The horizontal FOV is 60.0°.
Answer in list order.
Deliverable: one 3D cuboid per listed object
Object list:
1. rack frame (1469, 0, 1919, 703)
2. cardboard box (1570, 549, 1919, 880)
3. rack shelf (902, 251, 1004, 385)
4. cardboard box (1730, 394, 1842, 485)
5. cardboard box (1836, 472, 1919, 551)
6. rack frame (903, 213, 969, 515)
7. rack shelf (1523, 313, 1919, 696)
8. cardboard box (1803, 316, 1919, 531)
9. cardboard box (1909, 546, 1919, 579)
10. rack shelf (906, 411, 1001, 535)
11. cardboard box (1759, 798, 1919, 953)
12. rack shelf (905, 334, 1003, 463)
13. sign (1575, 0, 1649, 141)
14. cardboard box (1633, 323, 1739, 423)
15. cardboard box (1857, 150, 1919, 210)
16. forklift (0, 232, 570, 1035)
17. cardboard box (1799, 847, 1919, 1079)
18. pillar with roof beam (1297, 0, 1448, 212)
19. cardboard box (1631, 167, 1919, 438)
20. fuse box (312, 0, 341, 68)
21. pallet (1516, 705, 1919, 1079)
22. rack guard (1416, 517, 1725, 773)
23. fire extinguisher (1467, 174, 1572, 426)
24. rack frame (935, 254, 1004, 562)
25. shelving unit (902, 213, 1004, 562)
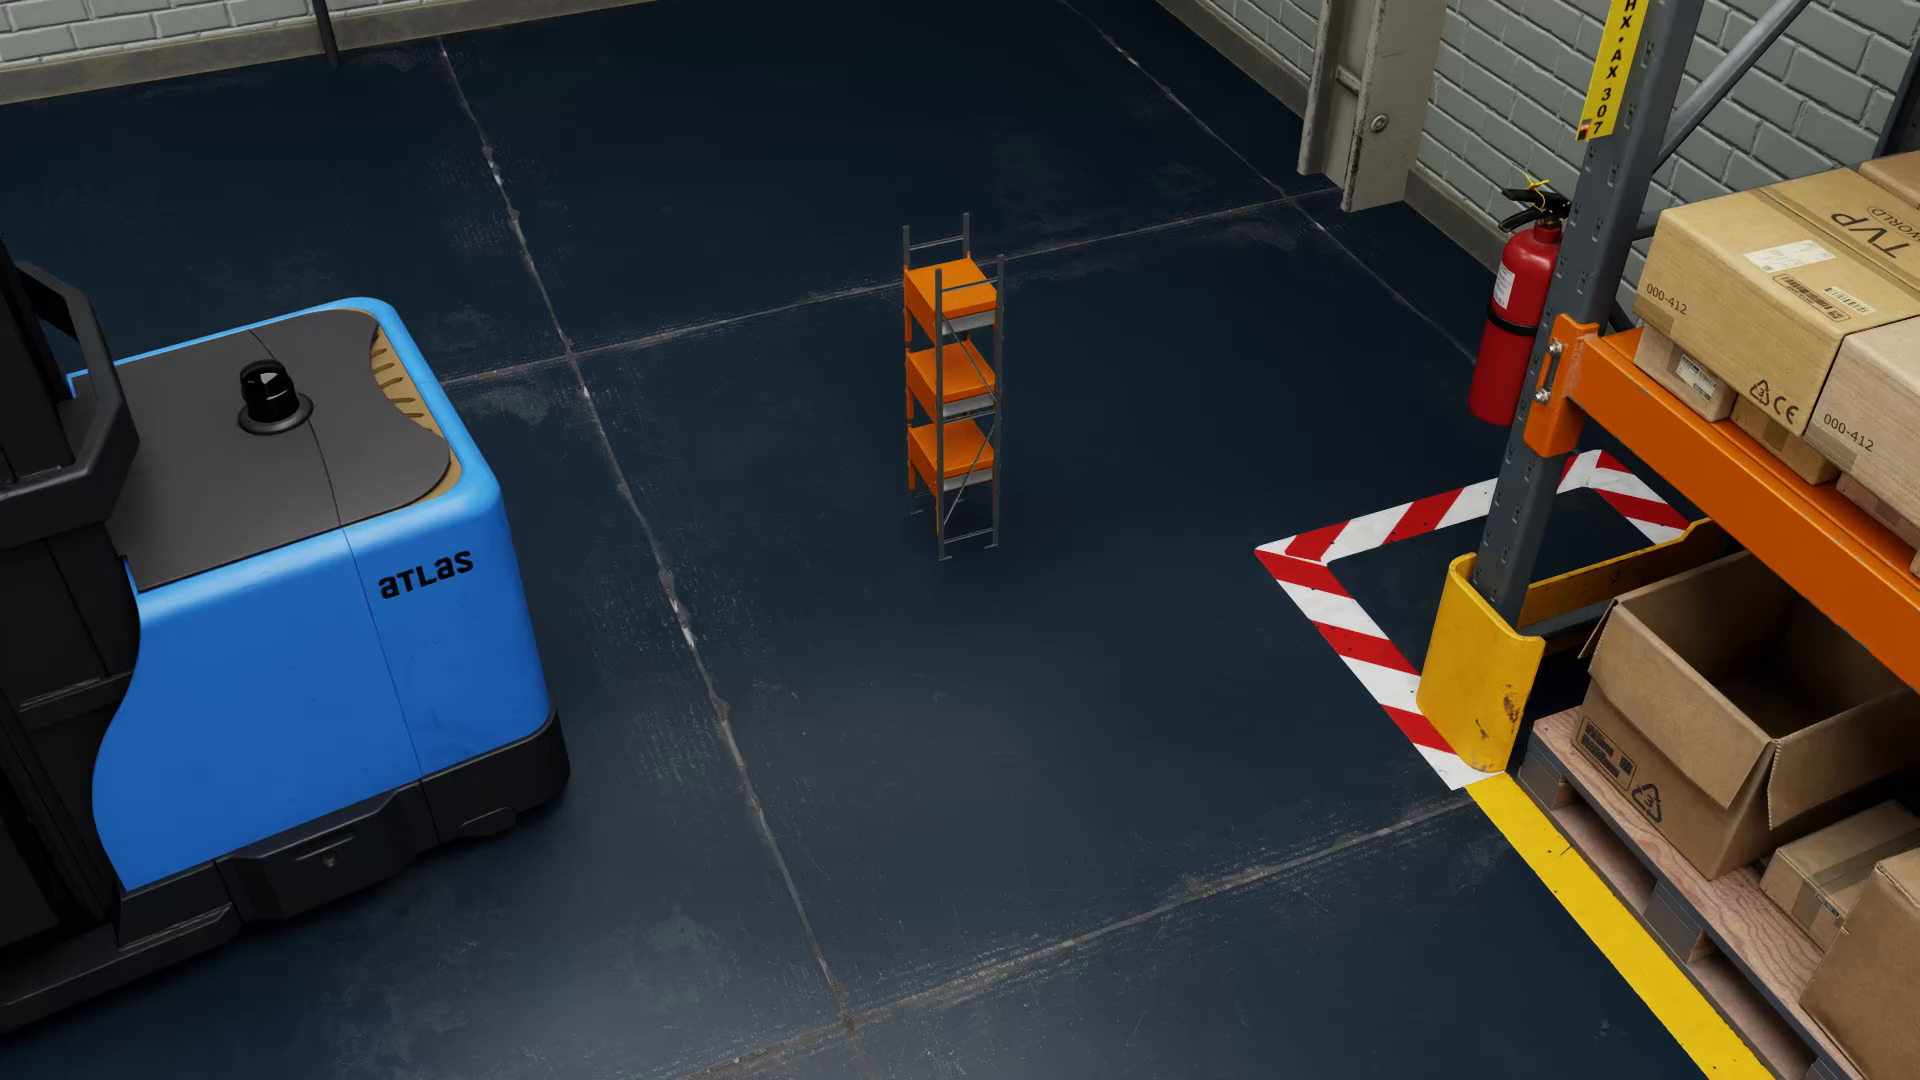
[{"bbox_3d":[1.849,-0.786,3.863,1.000,3.000,0.127,-15,43,-17],"label":"rack frame"},{"bbox_3d":[1.995,0.393,4.085,0.797,0.503,0.637,-17,43,-19],"label":"cardboard box"},{"bbox_3d":[-0.021,-0.637,4.767,0.215,0.259,0.240,-15,43,-17],"label":"rack shelf"},{"bbox_3d":[1.861,-0.283,3.471,0.380,0.149,0.250,-14,43,-16],"label":"cardboard box"},{"bbox_3d":[1.994,-0.133,3.297,0.380,0.149,0.250,-16,43,-17],"label":"cardboard box"},{"bbox_3d":[-0.067,-0.504,5.031,0.200,1.050,0.008,-15,43,-17],"label":"rack frame"},{"bbox_3d":[2.614,0.692,2.697,1.077,0.370,4.000,-15,43,-17],"label":"rack shelf"},{"bbox_3d":[1.967,-0.198,3.066,0.500,0.250,0.500,-15,43,-16],"label":"cardboard box"},{"bbox_3d":[2.034,0.035,3.102,0.380,0.149,0.250,-14,43,-16],"label":"cardboard box"},{"bbox_3d":[-0.020,-0.212,5.133,0.215,0.259,0.240,-15,43,-17],"label":"rack shelf"},{"bbox_3d":[2.122,0.793,3.891,0.380,0.149,0.250,-17,43,-19],"label":"cardboard box"},{"bbox_3d":[-0.020,-0.422,4.952,0.215,0.259,0.240,-15,43,-17],"label":"rack shelf"},{"bbox_3d":[1.348,-0.979,3.424,0.100,0.325,0.005,-15,43,-17],"label":"sign"},{"bbox_3d":[1.721,-0.424,3.636,0.380,0.149,0.250,-15,43,-17],"label":"cardboard box"},{"bbox_3d":[2.270,-0.631,3.570,0.500,0.250,0.500,-14,43,-16],"label":"cardboard box"},{"bbox_3d":[-2.568,-0.202,3.237,3.031,2.935,1.130,-21,45,-23],"label":"forklift"},{"bbox_3d":[2.287,0.919,3.476,0.700,0.500,0.500,-13,42,-15],"label":"cardboard box"},{"bbox_3d":[-2.327,-3.836,2.809,9.100,9.000,0.400,-15,43,-17],"label":"pillar with roof beam"},{"bbox_3d":[1.774,-0.501,3.419,0.500,0.250,0.500,-15,43,-17],"label":"cardboard box"},{"bbox_3d":[-2.918,-2.884,7.291,0.539,1.711,0.414,-15,43,-17],"label":"fuse box"},{"bbox_3d":[2.184,0.797,4.161,1.003,0.211,1.213,-15,43,-17],"label":"pallet"},{"bbox_3d":[1.878,0.208,4.625,1.175,0.500,0.348,-15,43,-17],"label":"rack guard"},{"bbox_3d":[1.366,-0.589,3.979,0.296,0.674,0.183,-15,43,-17],"label":"fire extinguisher"},{"bbox_3d":[0.026,-0.357,4.860,0.200,1.050,0.008,-15,43,-17],"label":"rack frame"},{"bbox_3d":[-0.020,-0.430,4.945,0.215,1.050,0.252,-15,43,-17],"label":"shelving unit"}]
